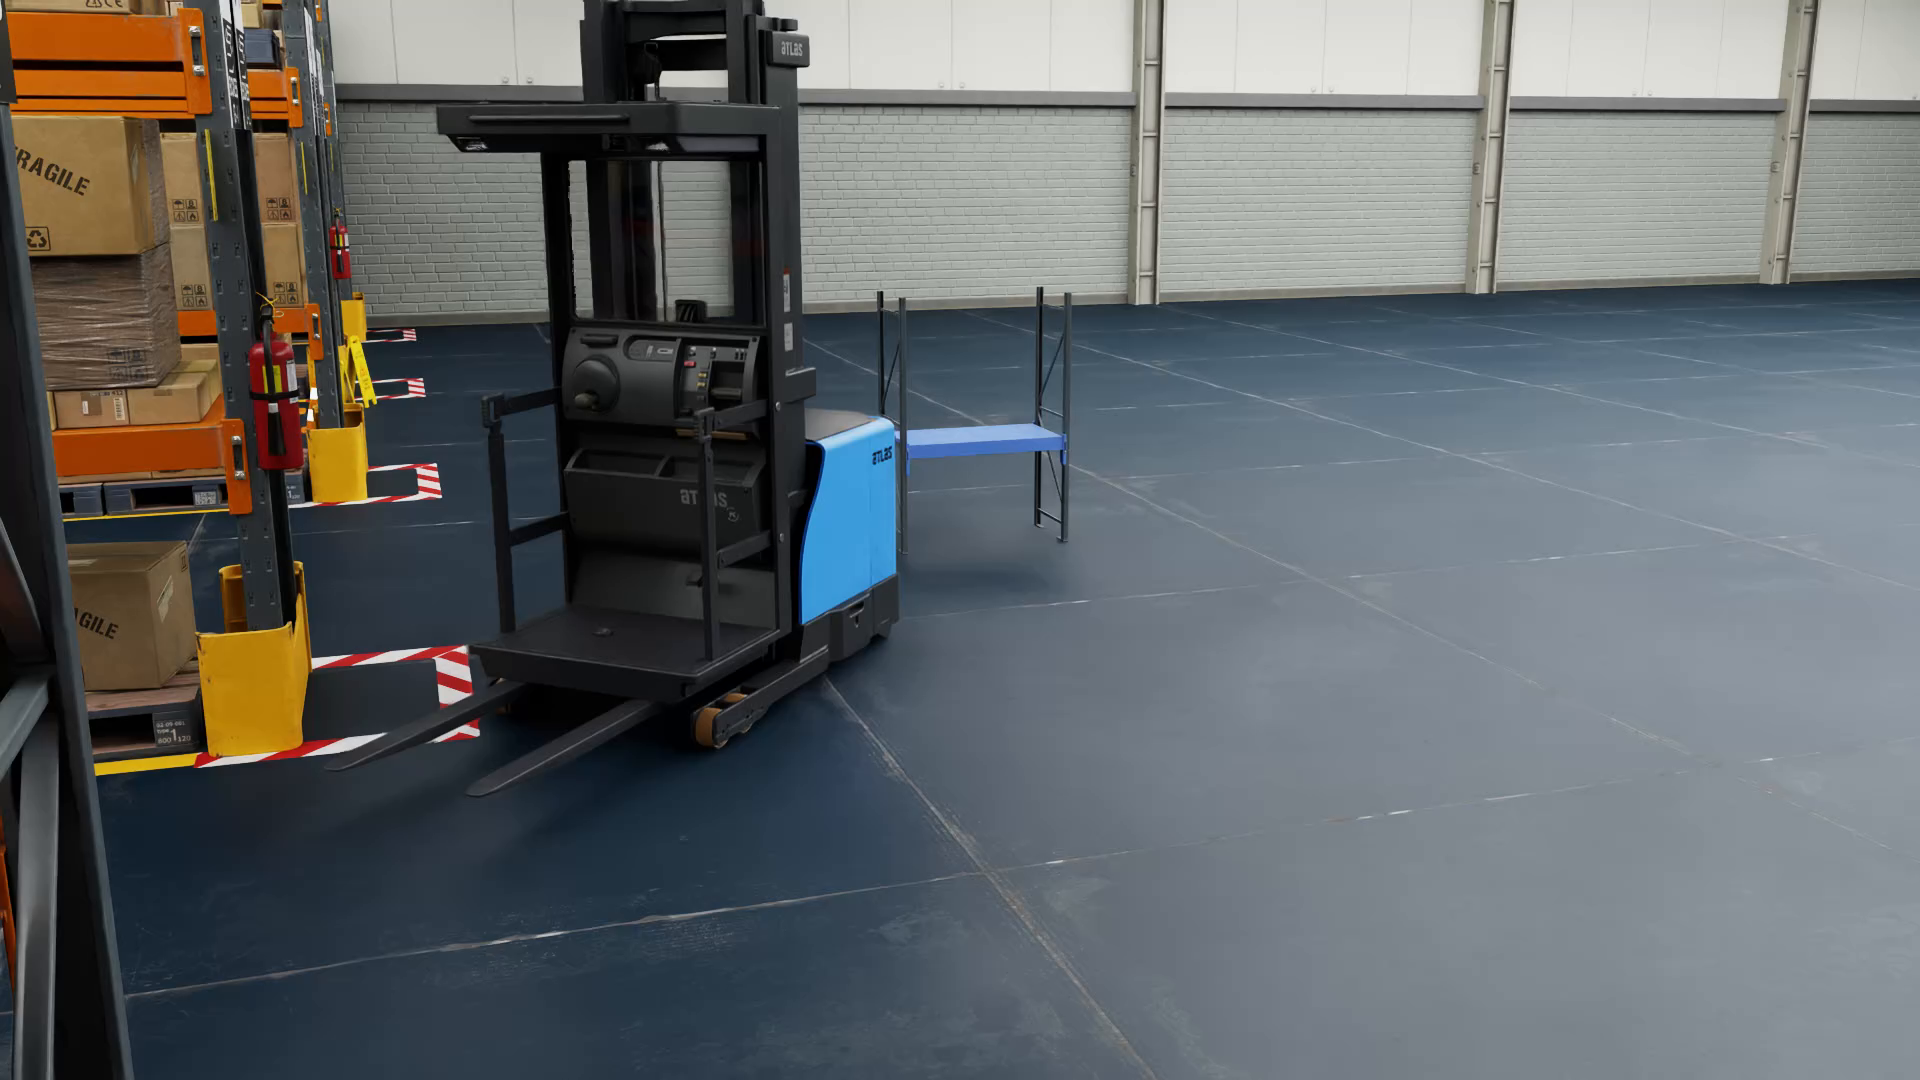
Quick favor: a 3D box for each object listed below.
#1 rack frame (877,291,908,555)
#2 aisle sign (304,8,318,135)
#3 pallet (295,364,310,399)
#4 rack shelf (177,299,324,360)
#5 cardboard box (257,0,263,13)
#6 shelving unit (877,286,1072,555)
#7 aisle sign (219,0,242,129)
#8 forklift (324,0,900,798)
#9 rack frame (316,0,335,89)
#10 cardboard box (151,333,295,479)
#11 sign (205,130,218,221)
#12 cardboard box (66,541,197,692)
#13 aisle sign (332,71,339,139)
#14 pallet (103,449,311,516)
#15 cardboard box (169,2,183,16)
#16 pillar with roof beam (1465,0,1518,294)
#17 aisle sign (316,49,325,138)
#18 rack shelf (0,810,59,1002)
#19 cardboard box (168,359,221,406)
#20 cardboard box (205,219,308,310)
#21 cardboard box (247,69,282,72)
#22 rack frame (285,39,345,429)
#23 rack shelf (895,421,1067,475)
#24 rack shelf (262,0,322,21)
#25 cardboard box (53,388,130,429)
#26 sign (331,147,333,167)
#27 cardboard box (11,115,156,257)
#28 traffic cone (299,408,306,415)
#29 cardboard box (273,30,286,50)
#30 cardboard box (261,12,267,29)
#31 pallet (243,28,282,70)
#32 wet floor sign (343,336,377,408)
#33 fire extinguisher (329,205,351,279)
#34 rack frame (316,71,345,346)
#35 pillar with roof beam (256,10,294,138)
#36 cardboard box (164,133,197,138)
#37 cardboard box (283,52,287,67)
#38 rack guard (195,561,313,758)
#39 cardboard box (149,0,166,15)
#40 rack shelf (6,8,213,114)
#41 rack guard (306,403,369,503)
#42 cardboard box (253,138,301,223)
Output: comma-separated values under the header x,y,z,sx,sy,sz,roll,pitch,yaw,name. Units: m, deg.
x,y,z,sx,sy,sz,roll,pitch,yaw,name
-0.401,-0.698,9.838,0.032,1.500,0.500,-4,14,-18,rack frame
-4.229,-3.045,10.844,0.004,0.787,0.394,-4,14,-18,aisle sign
-6.920,-1.504,16.011,1.213,0.211,1.003,-4,14,-18,pallet
-6.287,-1.343,10.862,4.000,0.370,1.077,-4,14,-18,rack shelf
-4.931,-3.645,11.062,0.500,0.250,0.500,-4,14,-18,cardboard box
0.081,-0.736,9.996,1.048,1.500,0.538,-4,14,-18,shelving unit
-2.751,-1.949,6.236,0.004,0.787,0.394,-4,14,-18,aisle sign
-1.335,-0.703,6.765,1.130,2.935,3.031,6,14,22,forklift
-7.653,-6.926,19.813,0.127,3.000,1.000,-4,14,-18,rack frame
-5.014,-0.947,11.325,0.875,0.875,0.875,-4,14,-18,cardboard box
-2.748,-1.339,6.106,0.005,0.325,0.100,-4,14,-18,sign
-3.503,0.309,6.857,0.500,0.500,0.500,-2,14,-8,cardboard box
-7.497,-5.212,19.956,0.004,0.787,0.394,-4,14,-18,aisle sign
-5.125,-0.408,11.401,1.213,0.211,1.003,-4,14,-18,pallet
-4.838,-3.313,10.528,0.250,0.149,0.380,-4,14,-18,cardboard box
9.833,-7.456,22.044,0.400,9.000,9.100,-4,14,-18,pillar with roof beam
-5.915,-4.125,15.383,0.004,0.787,0.394,-4,14,-18,aisle sign
-3.222,0.839,1.690,4.000,0.370,1.077,-4,14,-18,rack shelf
-3.252,-0.654,6.955,0.250,0.149,0.380,-4,14,-18,cardboard box
-4.729,-1.876,11.225,0.550,0.550,0.875,-4,14,-18,cardboard box
-6.465,-4.353,15.160,0.500,0.250,0.500,-5,14,-19,cardboard box
-4.392,-1.841,11.399,0.127,3.000,1.000,-4,14,-18,rack frame
0.081,-0.561,10.037,1.000,0.185,0.538,-4,14,-18,rack shelf
-9.549,-6.234,19.322,4.000,0.370,1.077,-4,14,-18,rack shelf
-3.347,-0.539,6.468,0.250,0.149,0.380,-4,14,-18,cardboard box
-7.493,-4.566,19.841,0.005,0.325,0.100,-4,14,-18,sign
-3.348,-1.330,6.234,0.500,0.500,0.500,-4,14,-18,cardboard box
-6.063,-1.370,14.902,0.334,0.463,0.336,-4,14,-18,traffic cone
-6.293,-4.554,15.144,0.250,0.149,0.380,-4,14,-18,cardboard box
-4.819,-3.476,11.210,0.250,0.149,0.380,-4,14,-18,cardboard box
-5.092,-3.200,10.822,1.213,0.211,1.003,-4,14,-18,pallet
-5.545,-1.553,15.277,0.232,0.644,0.267,0,13,1,wet floor sign
-5.811,-2.789,15.551,0.183,0.674,0.296,-4,14,-18,fire extinguisher
-6.066,-2.919,15.932,0.127,3.000,1.000,-4,14,-18,rack frame
-7.227,-6.128,16.459,0.400,9.000,9.100,-4,14,-18,pillar with roof beam
-6.963,-3.477,15.260,0.500,0.500,0.700,-4,14,-18,cardboard box
-7.995,-5.682,19.726,0.500,0.500,0.500,-4,14,-16,cardboard box
-2.978,0.476,7.060,0.348,0.500,1.175,-4,14,-18,rack guard
-3.445,-2.153,6.553,0.500,0.250,0.500,-4,14,-16,cardboard box
-4.801,-1.707,5.910,4.000,0.370,1.077,-4,14,-18,rack shelf
-4.369,-0.626,11.696,0.348,0.500,1.175,-4,14,-18,rack guard
-4.756,-2.420,11.177,0.550,0.550,0.875,-4,14,-18,cardboard box
